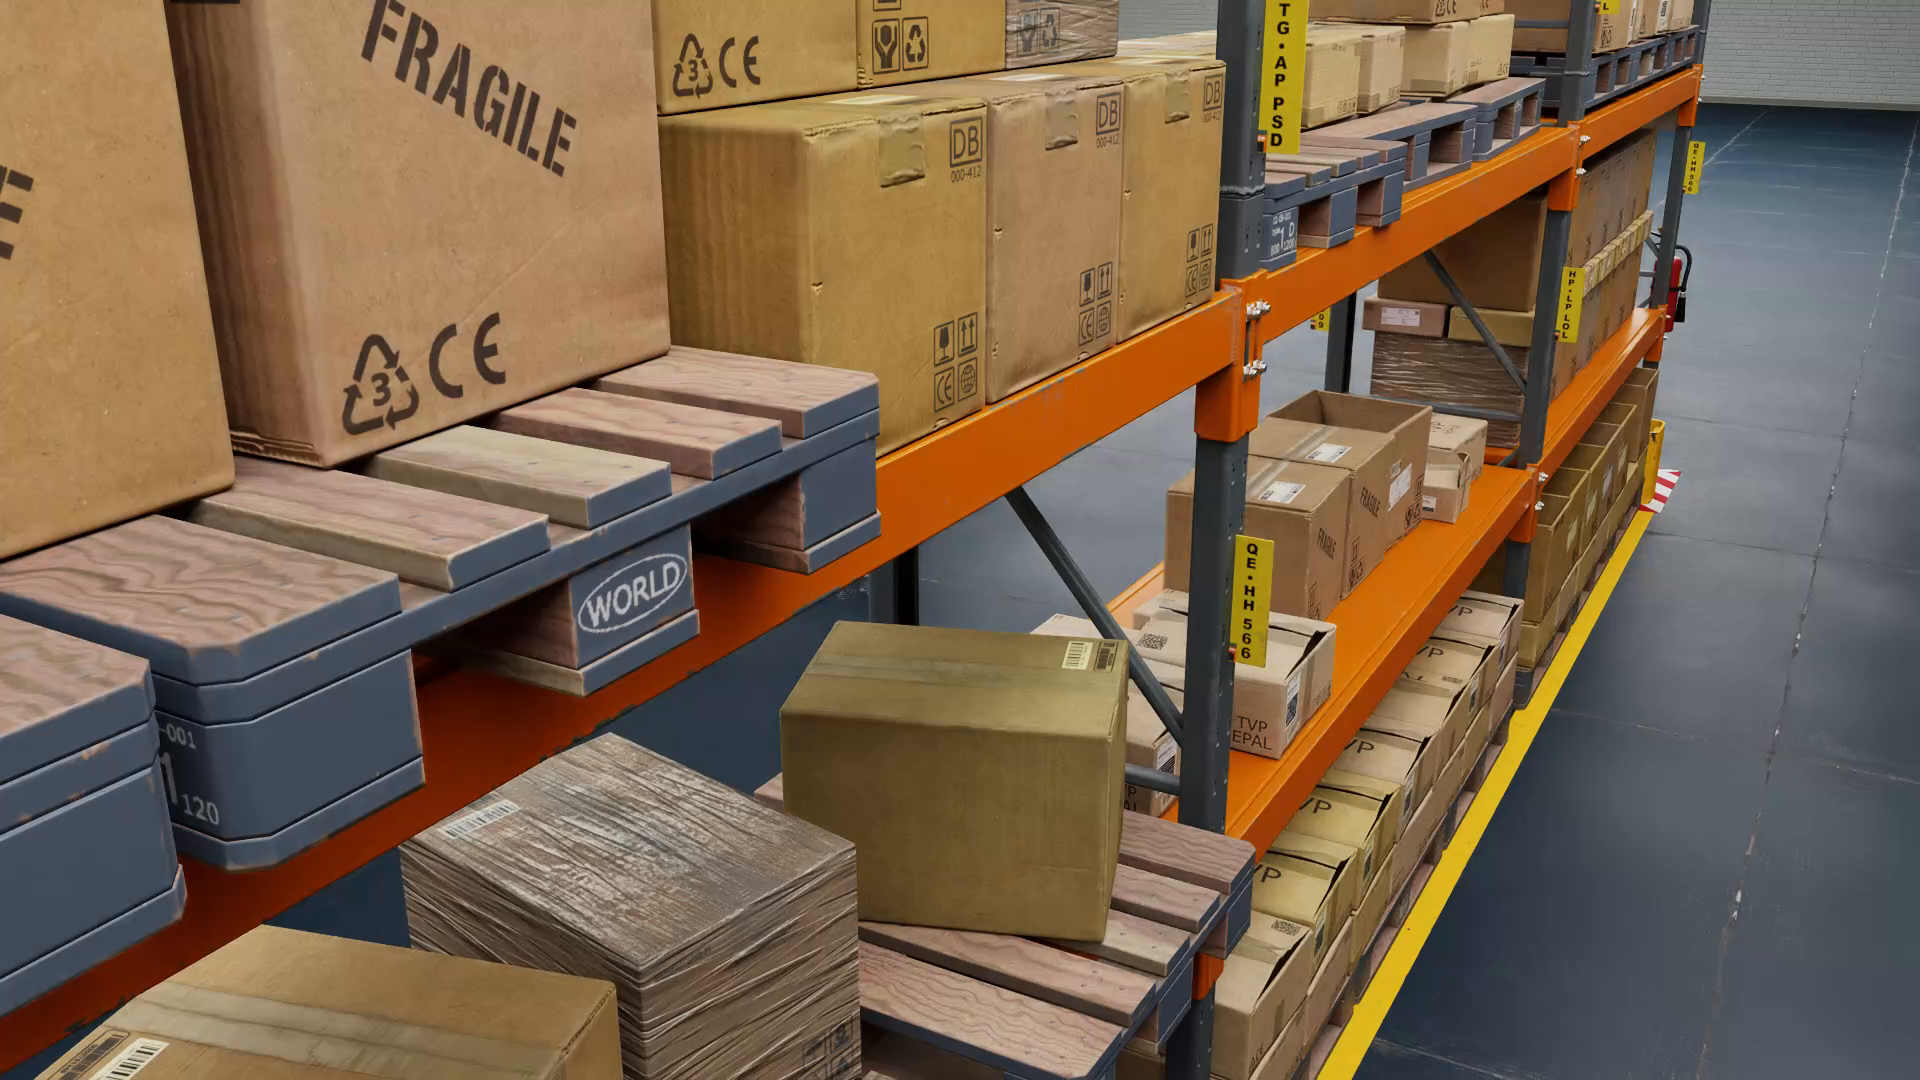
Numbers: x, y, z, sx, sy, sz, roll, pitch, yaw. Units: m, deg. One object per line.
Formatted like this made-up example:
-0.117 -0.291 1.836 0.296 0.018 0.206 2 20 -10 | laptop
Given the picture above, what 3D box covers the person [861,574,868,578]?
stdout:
-0.765 -0.547 9.571 0.519 1.616 0.318 7 21 20 | person
